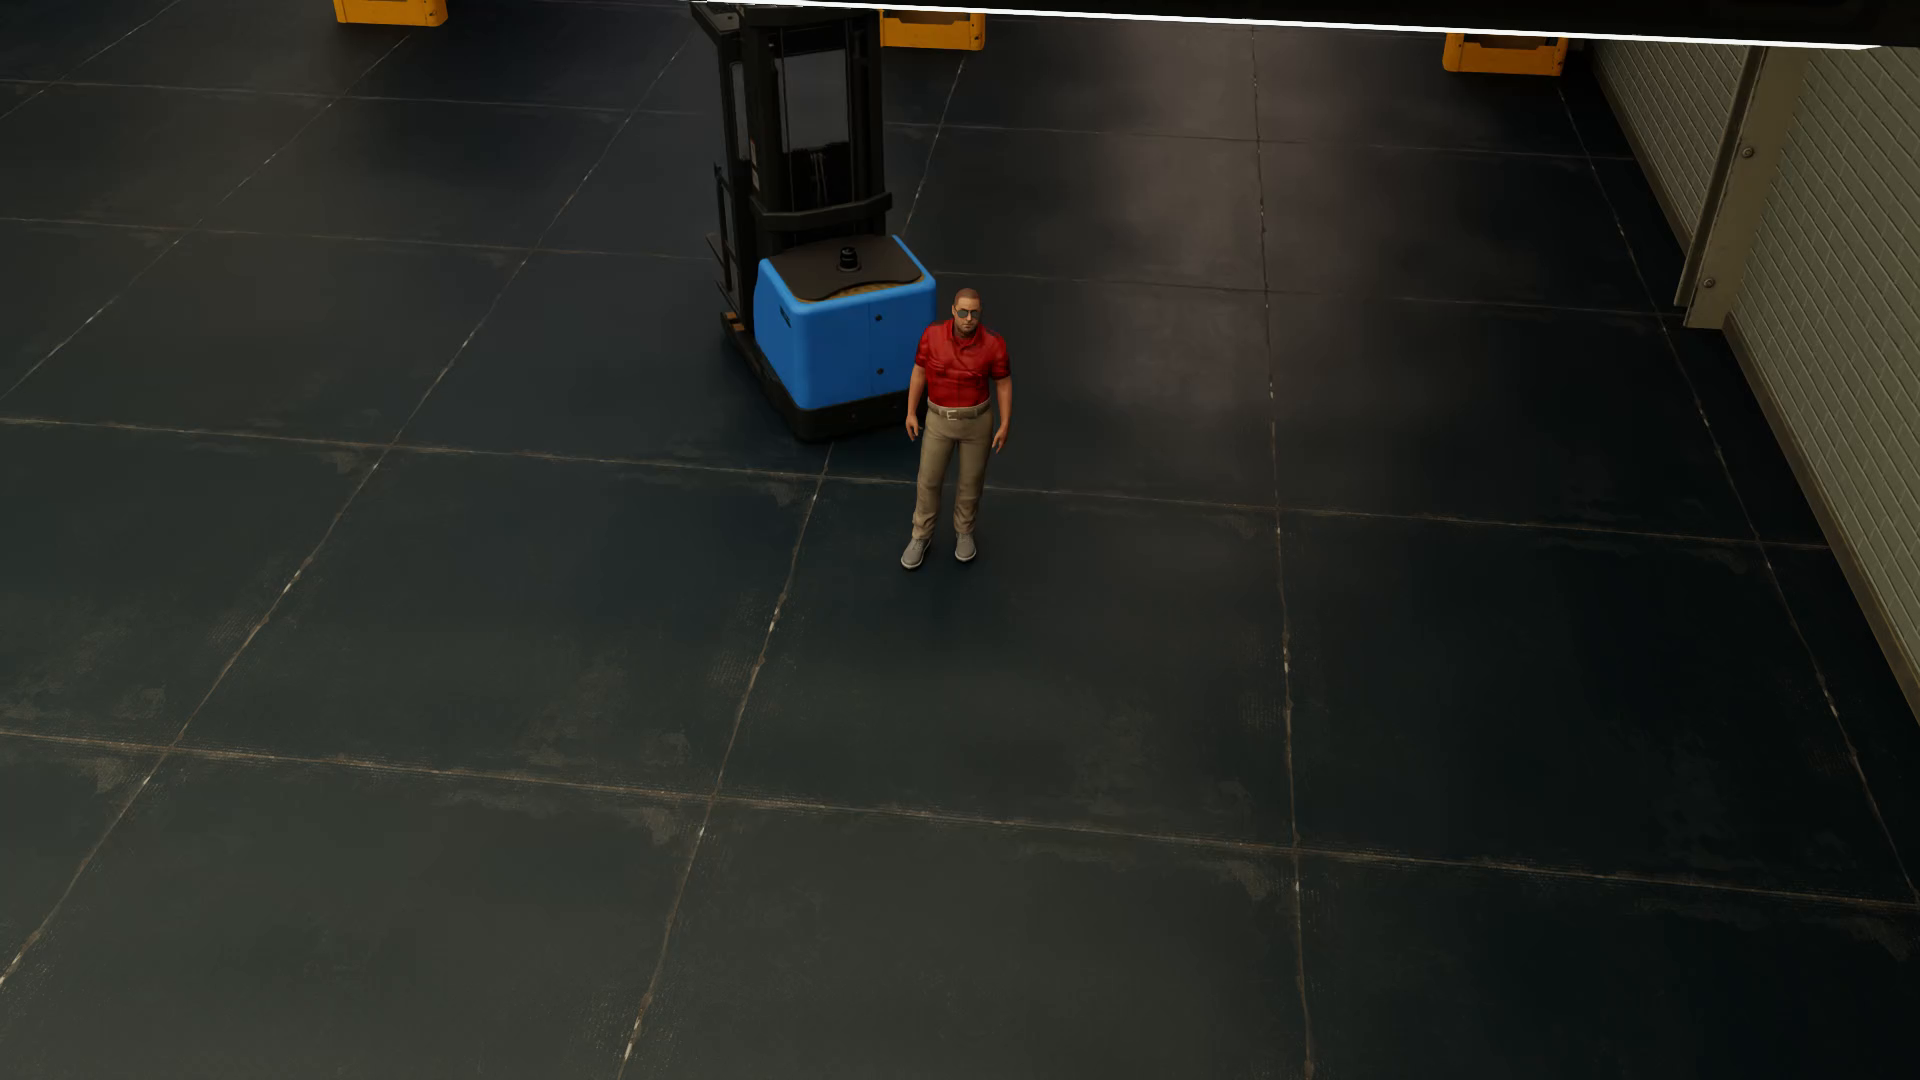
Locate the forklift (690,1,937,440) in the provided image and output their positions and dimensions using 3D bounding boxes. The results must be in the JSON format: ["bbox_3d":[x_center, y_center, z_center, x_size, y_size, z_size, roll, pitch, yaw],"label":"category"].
[{"bbox_3d":[-1.168,-2.728,11.731,1.130,2.935,3.031,-14,39,-18],"label":"forklift"}]

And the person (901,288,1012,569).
[{"bbox_3d":[-0.023,-0.650,9.913,0.640,1.727,0.551,4,37,6],"label":"person"}]
